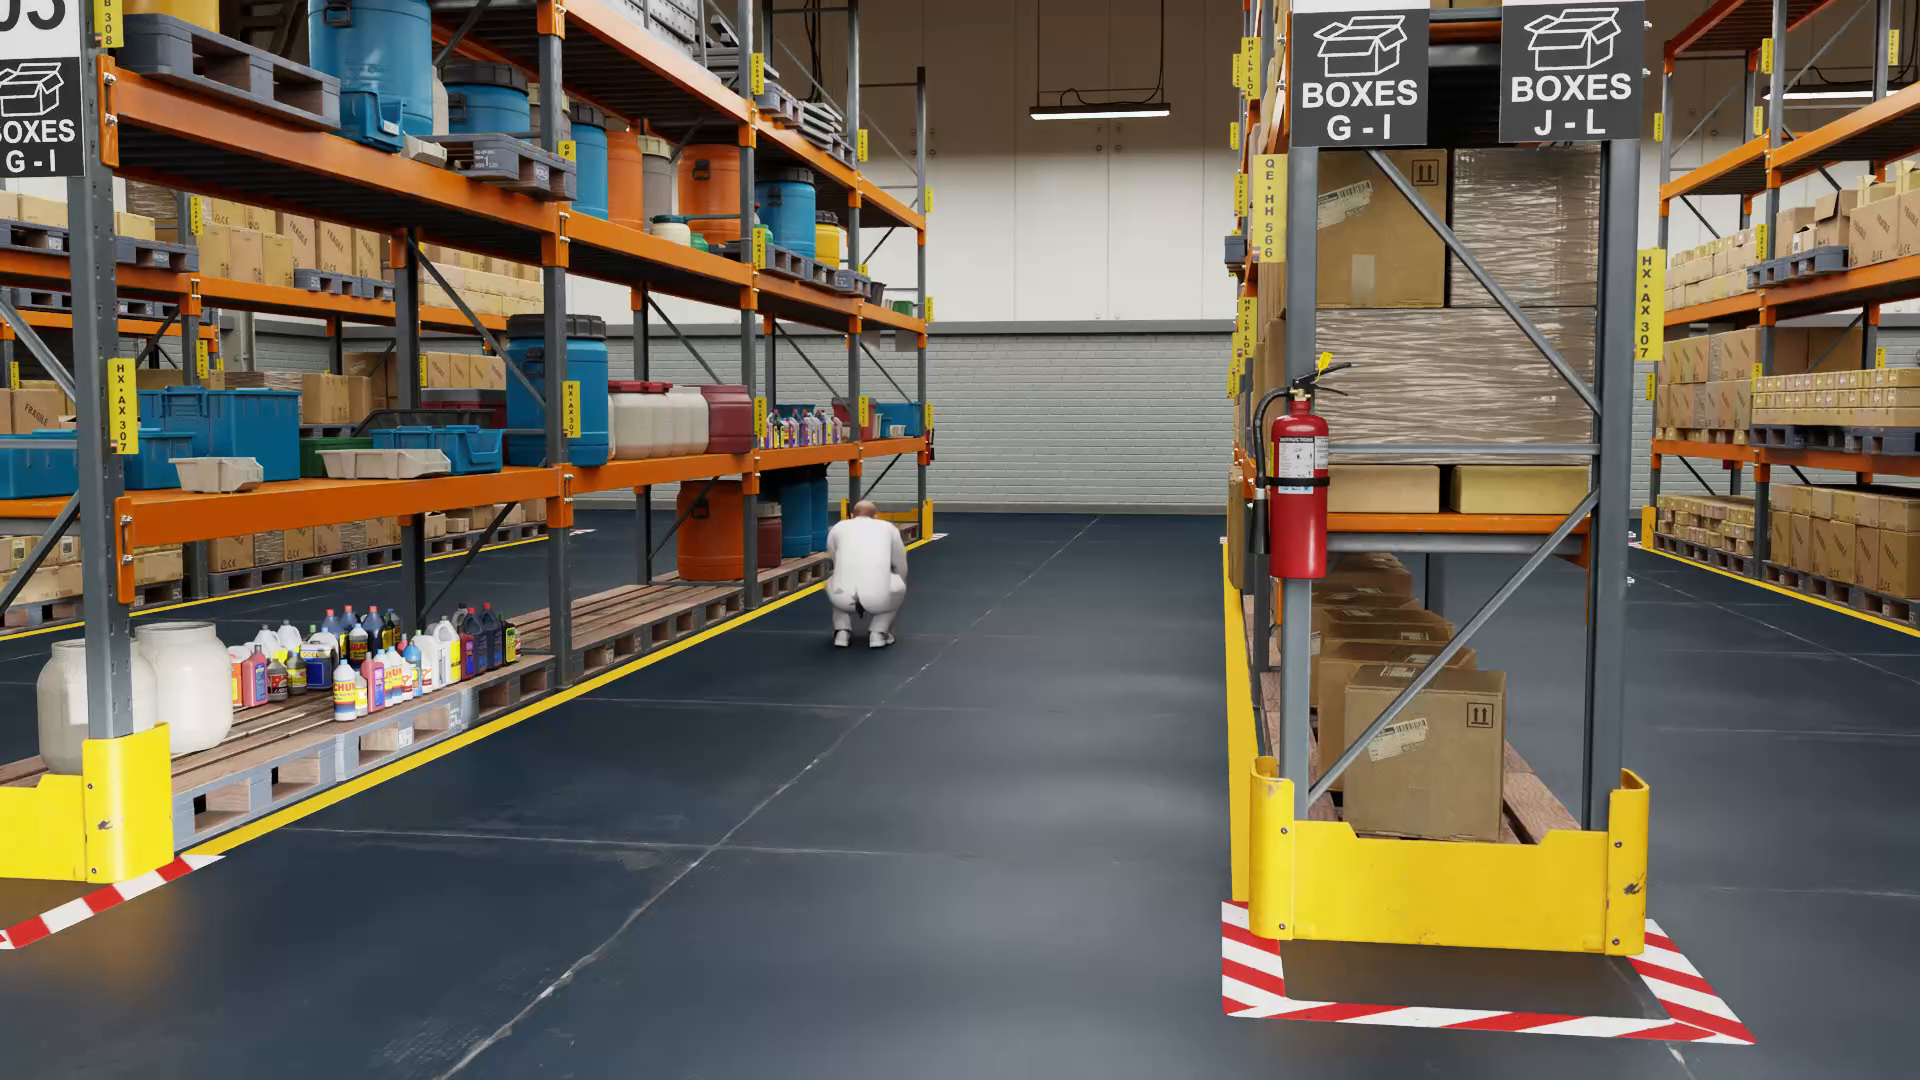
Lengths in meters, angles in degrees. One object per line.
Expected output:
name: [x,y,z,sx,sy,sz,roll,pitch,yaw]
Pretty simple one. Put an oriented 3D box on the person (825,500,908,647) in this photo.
person: [-0.662,0.231,11.756,0.588,0.995,0.901,1,4,8]
